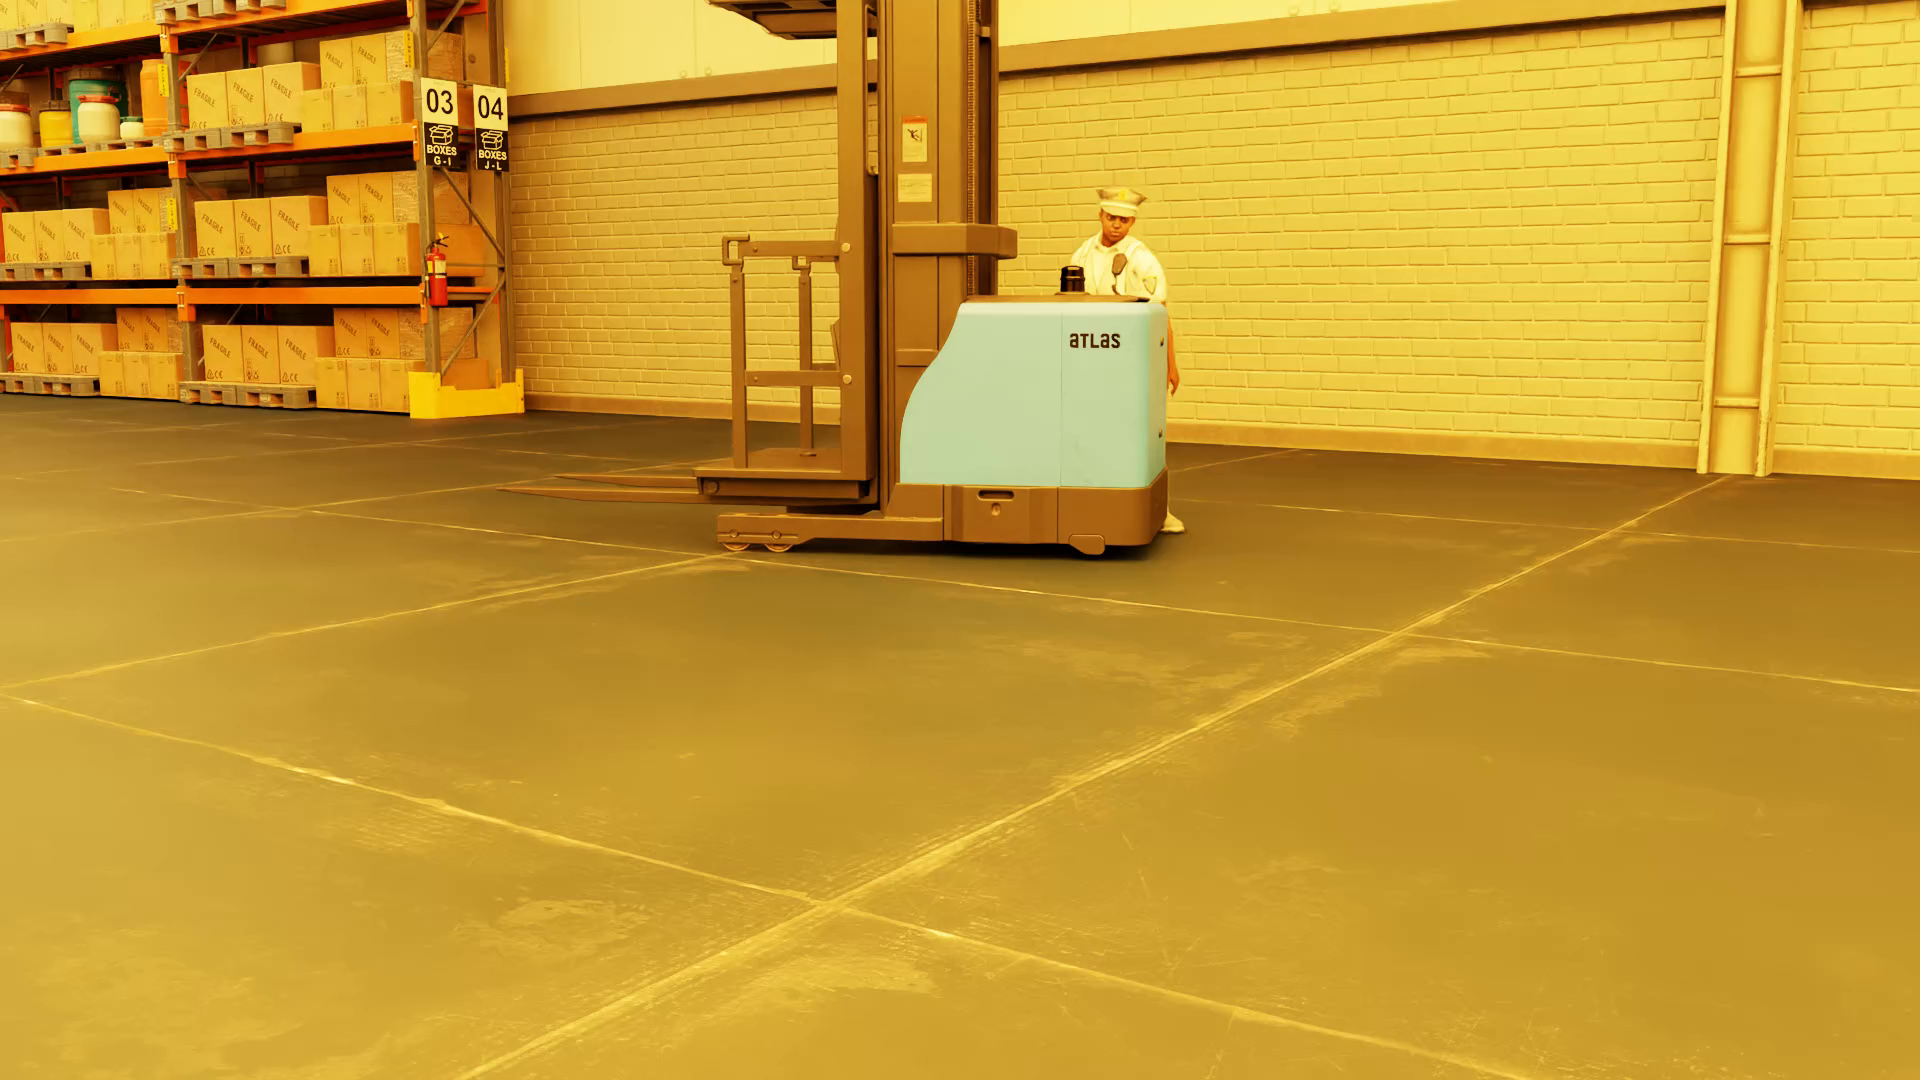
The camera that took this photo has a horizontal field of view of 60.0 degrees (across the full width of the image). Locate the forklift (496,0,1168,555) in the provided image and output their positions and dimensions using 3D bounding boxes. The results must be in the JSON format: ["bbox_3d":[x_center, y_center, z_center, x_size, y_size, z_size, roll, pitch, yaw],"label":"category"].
[{"bbox_3d":[-0.596,-1.469,7.520,3.031,2.935,1.130,2,8,12],"label":"forklift"}]

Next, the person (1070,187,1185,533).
[{"bbox_3d":[0.744,-0.852,7.978,0.810,1.635,0.431,5,10,33],"label":"person"}]
